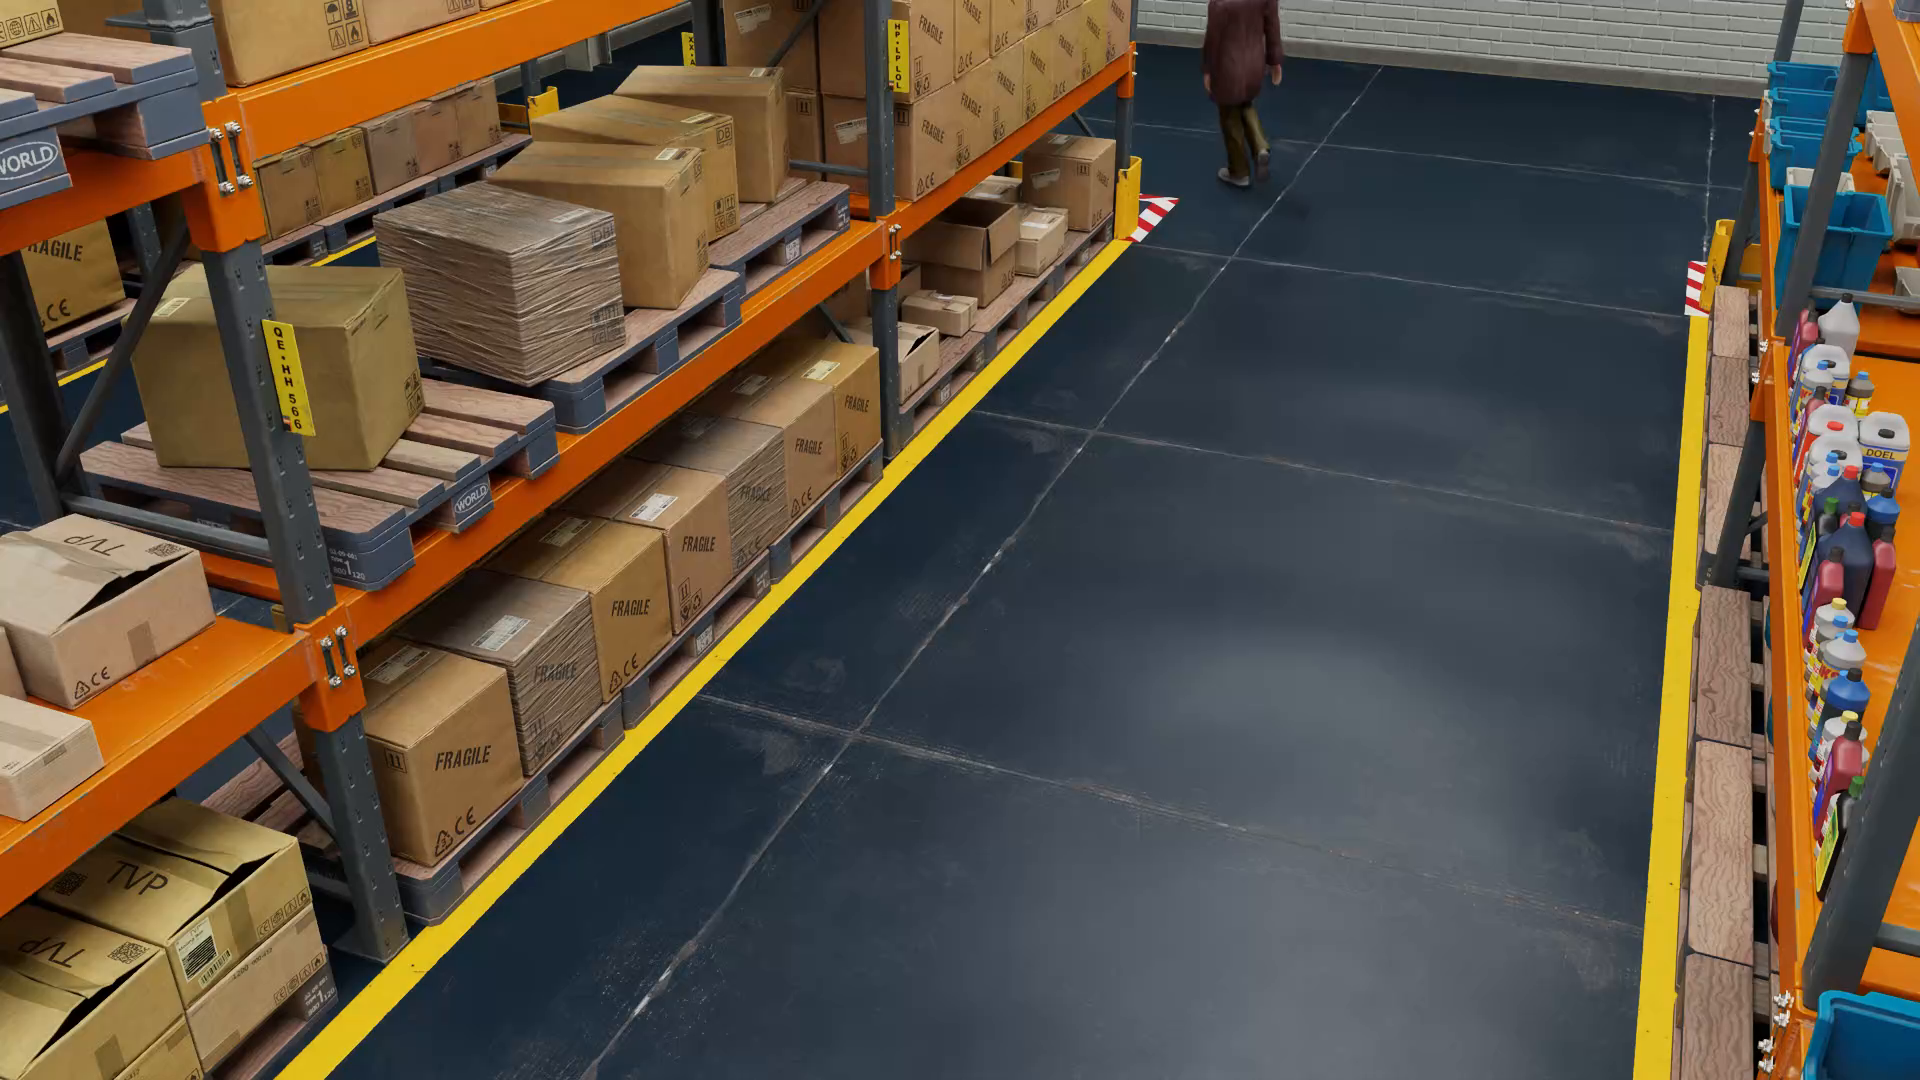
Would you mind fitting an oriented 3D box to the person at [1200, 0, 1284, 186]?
[{"bbox_3d":[2.072,-3.467,12.429,0.645,1.653,0.506,-11,31,-19],"label":"person"}]
